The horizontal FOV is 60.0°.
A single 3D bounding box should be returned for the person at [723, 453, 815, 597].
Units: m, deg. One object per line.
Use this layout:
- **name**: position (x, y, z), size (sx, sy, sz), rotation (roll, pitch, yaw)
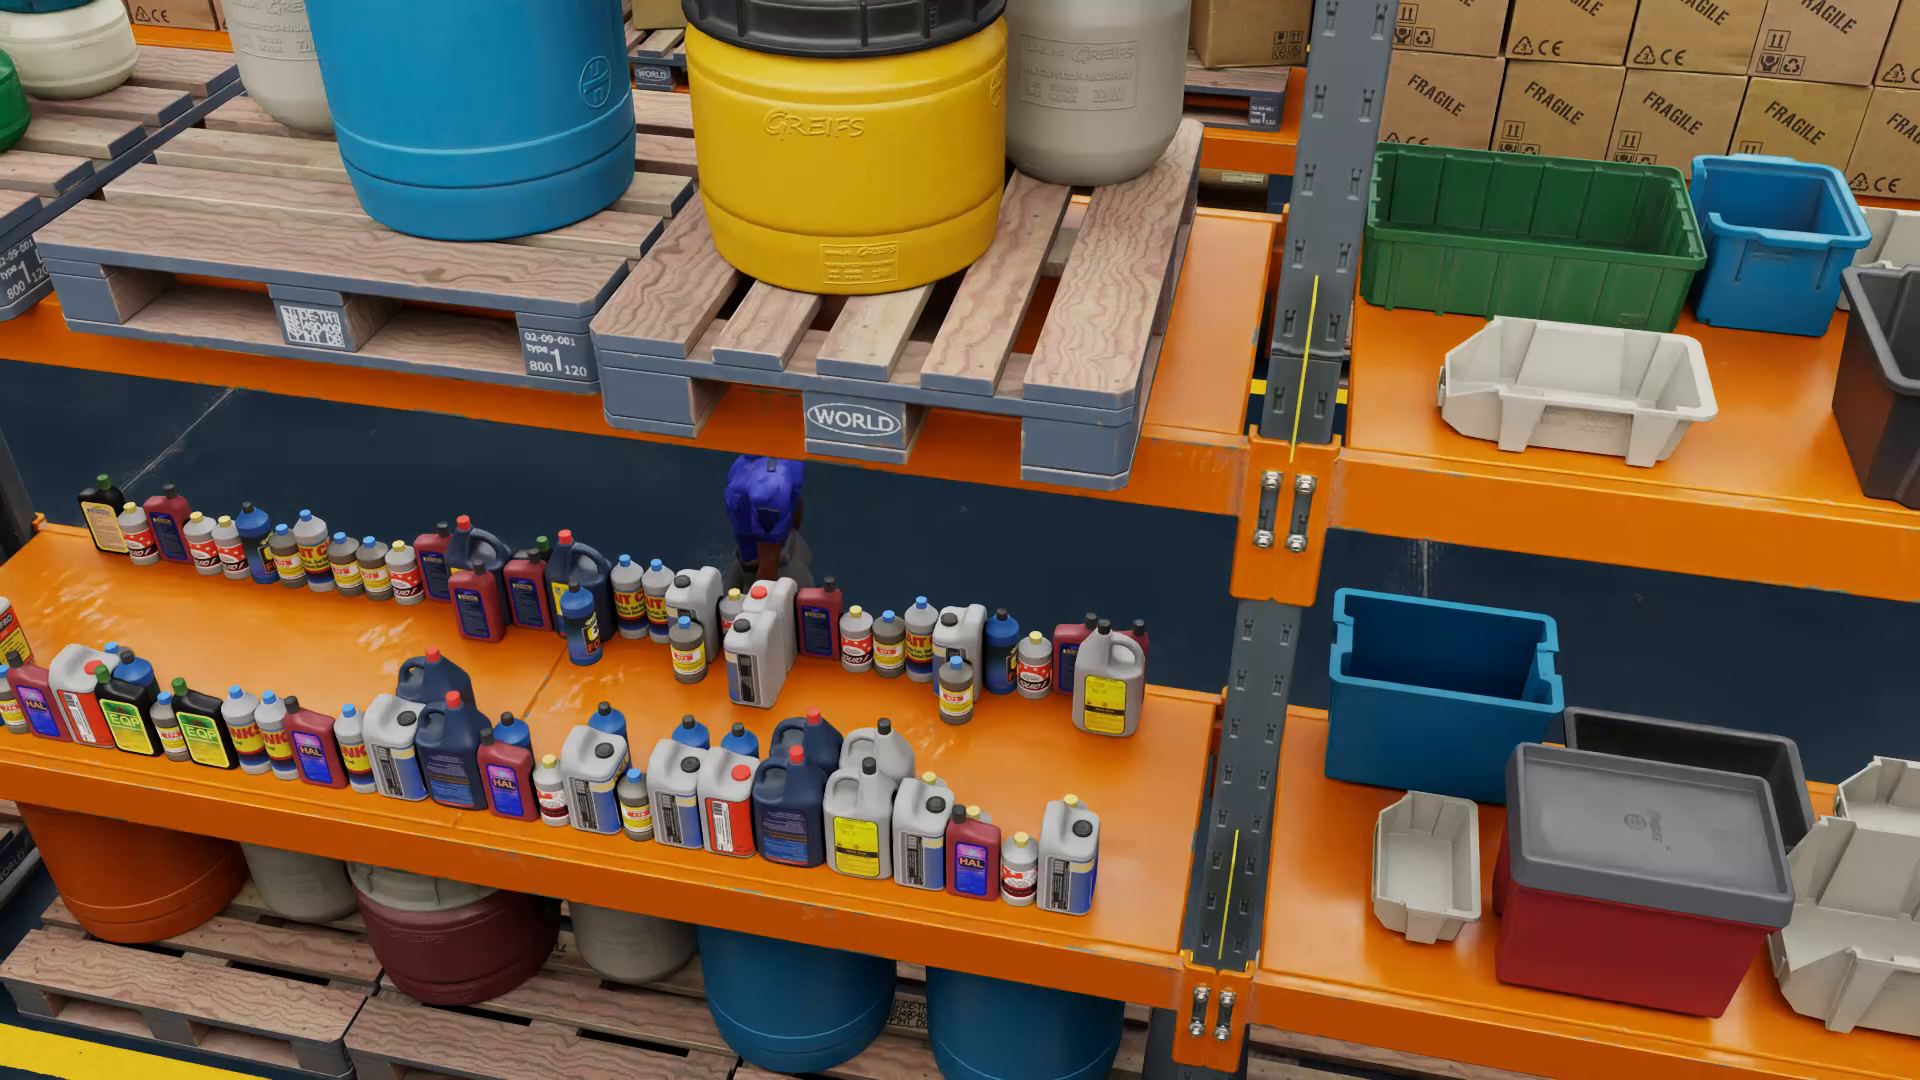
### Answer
- **person**: position (-0.716, 0.155, 5.958), size (0.396, 1.686, 0.513), rotation (-2, 37, -3)
